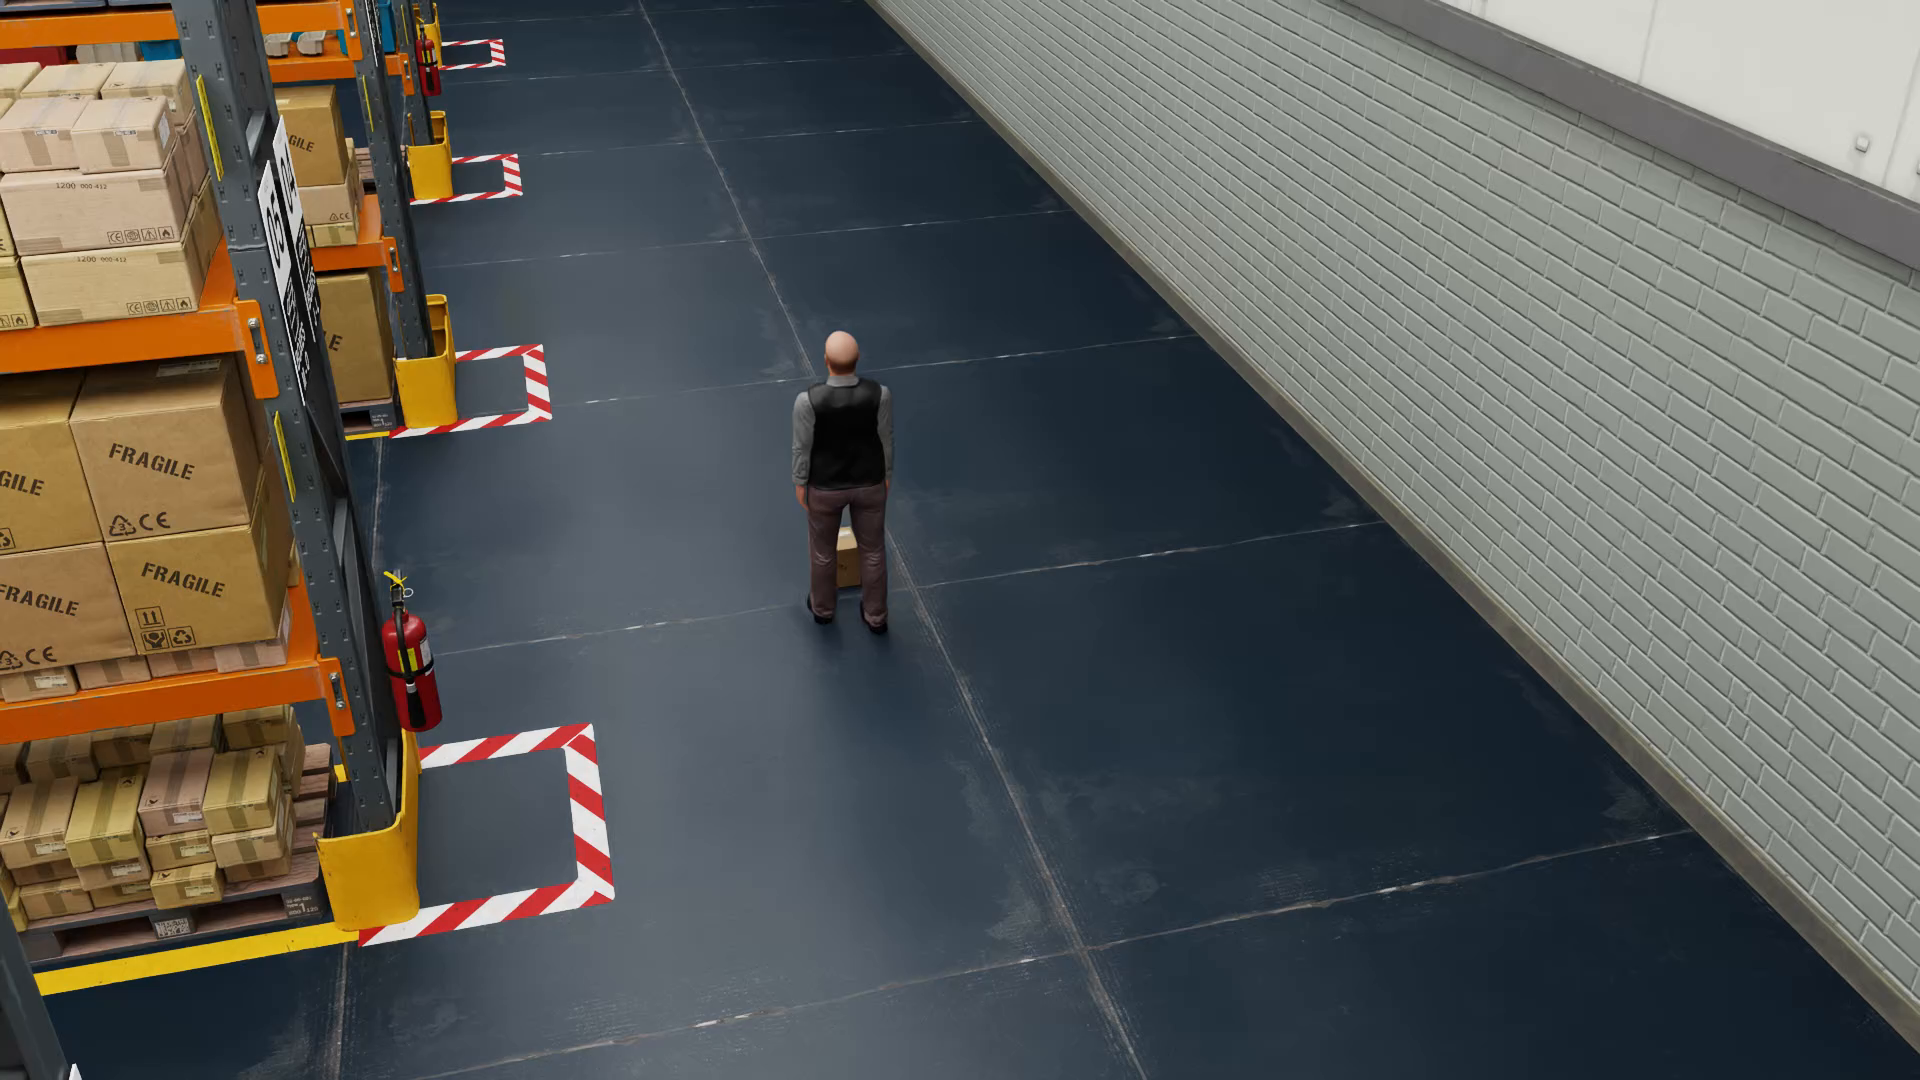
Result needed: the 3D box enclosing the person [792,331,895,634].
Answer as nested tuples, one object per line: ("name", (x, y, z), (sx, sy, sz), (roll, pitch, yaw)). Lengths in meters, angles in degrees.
("person", (-0.623, -0.317, 8.814), (0.540, 1.724, 0.496), (-7, 31, -12))
